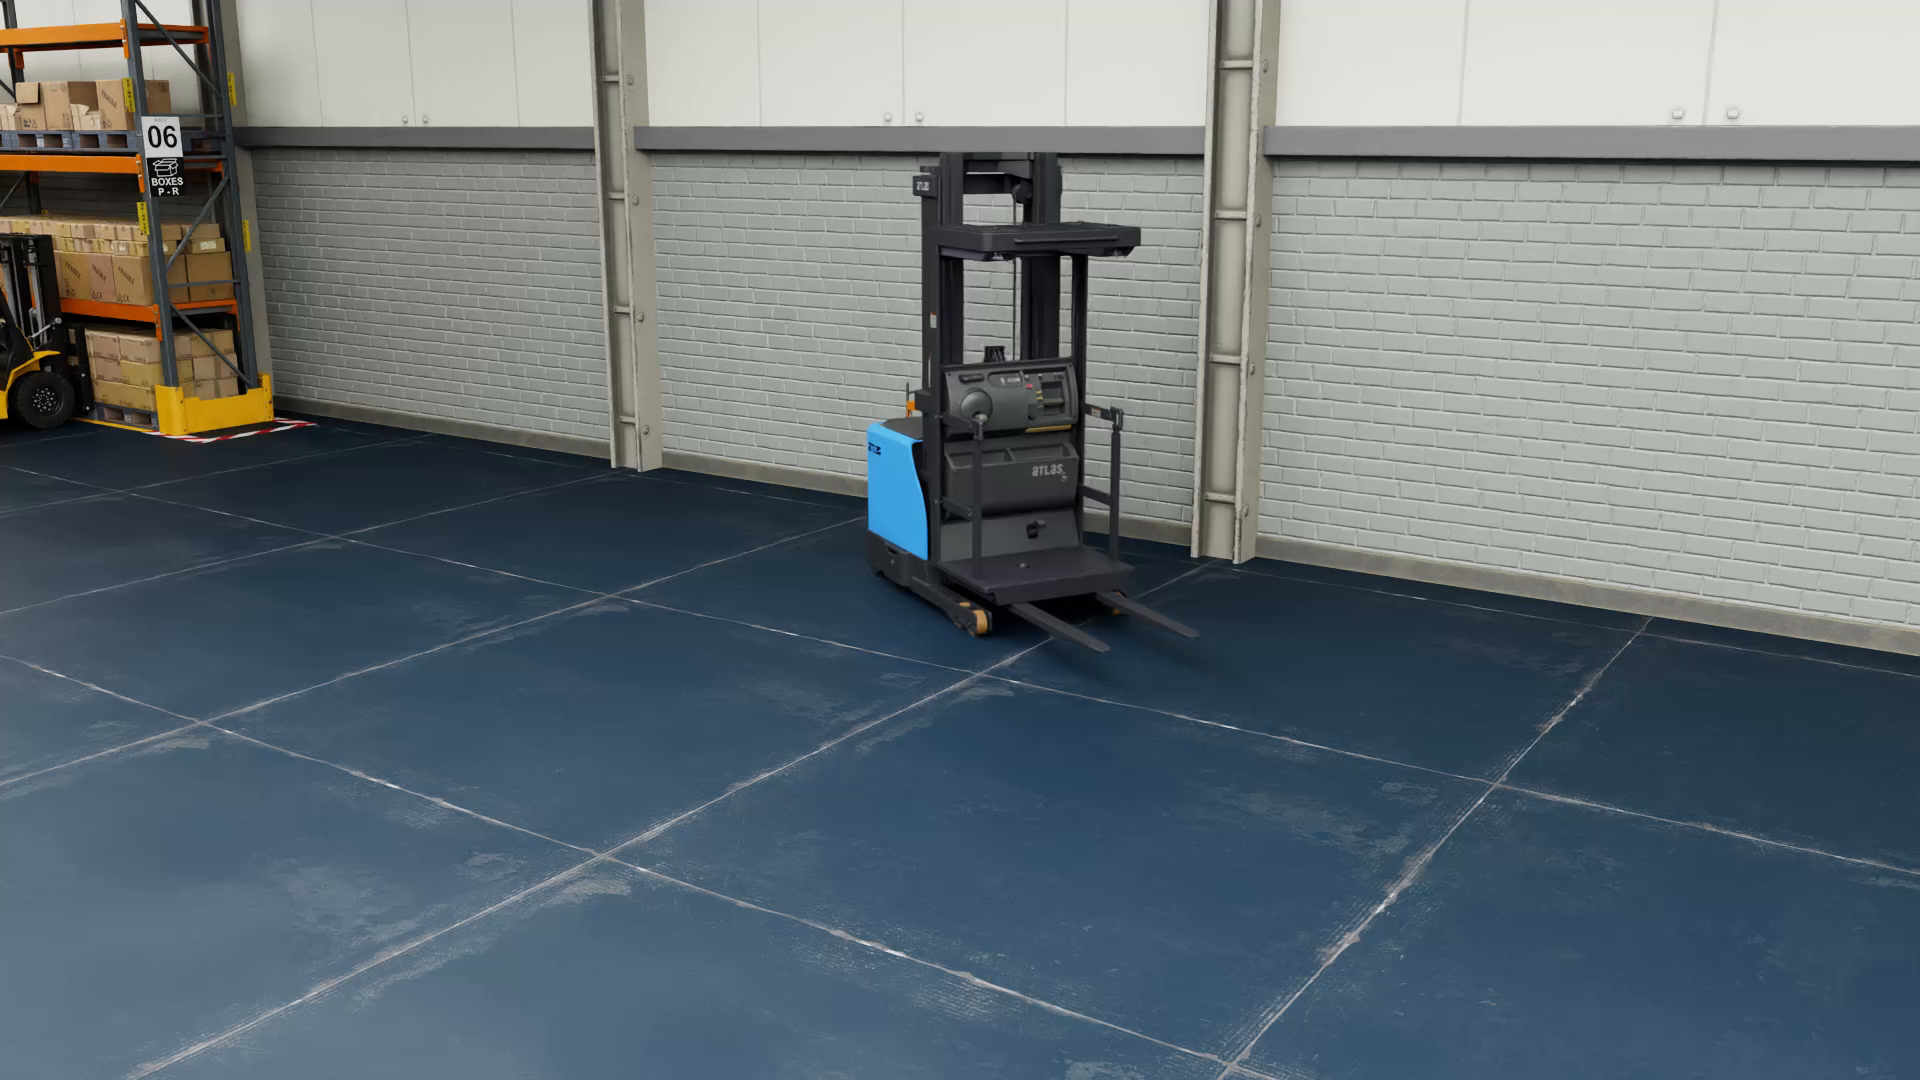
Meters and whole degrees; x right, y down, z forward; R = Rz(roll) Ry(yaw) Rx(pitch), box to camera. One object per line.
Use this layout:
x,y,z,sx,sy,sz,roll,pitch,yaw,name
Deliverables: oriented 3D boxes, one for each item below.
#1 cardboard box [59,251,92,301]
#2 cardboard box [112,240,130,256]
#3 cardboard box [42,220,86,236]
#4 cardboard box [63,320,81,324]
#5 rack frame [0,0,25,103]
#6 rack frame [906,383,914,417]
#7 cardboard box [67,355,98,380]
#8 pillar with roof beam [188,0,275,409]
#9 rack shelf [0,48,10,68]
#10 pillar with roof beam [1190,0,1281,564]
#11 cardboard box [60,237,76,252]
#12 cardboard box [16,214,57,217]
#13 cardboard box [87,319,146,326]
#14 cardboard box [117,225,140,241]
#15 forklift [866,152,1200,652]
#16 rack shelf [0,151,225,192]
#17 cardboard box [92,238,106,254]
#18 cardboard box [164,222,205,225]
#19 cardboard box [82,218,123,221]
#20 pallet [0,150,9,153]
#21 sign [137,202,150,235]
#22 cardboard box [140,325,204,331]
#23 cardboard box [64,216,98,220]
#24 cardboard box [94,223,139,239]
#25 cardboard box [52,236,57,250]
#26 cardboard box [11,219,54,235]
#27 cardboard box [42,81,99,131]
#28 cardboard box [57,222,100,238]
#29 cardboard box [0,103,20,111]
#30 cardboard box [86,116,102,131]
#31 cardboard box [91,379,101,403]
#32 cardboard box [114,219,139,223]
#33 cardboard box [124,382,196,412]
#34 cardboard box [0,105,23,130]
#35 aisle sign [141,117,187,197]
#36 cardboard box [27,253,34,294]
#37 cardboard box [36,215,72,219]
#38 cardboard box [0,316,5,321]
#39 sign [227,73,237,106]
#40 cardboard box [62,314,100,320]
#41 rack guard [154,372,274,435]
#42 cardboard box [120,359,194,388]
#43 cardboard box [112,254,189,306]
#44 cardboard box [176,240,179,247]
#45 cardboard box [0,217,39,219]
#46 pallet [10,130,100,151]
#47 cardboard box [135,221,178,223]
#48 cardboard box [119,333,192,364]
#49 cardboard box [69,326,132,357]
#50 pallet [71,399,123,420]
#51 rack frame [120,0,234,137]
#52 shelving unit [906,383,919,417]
-9.332,-2.876,17.991,0.500,0.500,0.500,9,16,32,cardboard box
-8.599,-3.056,17.369,0.250,0.149,0.380,9,17,34,cardboard box
-9.817,-3.429,18.257,0.250,0.149,0.380,9,17,33,cardboard box
-10.181,-2.302,18.649,0.500,0.250,0.500,10,17,35,cardboard box
-11.245,-6.122,18.829,0.127,3.000,1.000,9,17,33,rack frame
-0.340,-0.637,12.901,0.015,1.200,0.240,9,17,33,rack frame
-9.355,-1.923,18.157,0.500,0.250,0.500,9,16,32,cardboard box
-10.404,-5.001,14.297,0.400,9.000,9.100,9,17,33,pillar with roof beam
-12.905,-5.847,20.047,4.000,0.370,1.077,9,17,33,rack shelf
-0.446,-3.391,7.796,0.400,9.000,9.100,9,17,33,pillar with roof beam
-9.449,-3.195,17.930,0.250,0.149,0.380,9,17,33,cardboard box
-10.812,-3.736,19.494,0.250,0.149,0.380,9,17,33,cardboard box
-9.467,-2.336,18.786,0.500,0.250,0.500,9,16,32,cardboard box
-8.563,-3.215,17.390,0.250,0.149,0.380,9,17,33,cardboard box
0.432,-0.942,10.527,1.130,2.935,3.031,-7,15,-25,forklift
-9.586,-4.049,18.192,4.000,0.370,1.077,9,17,33,rack shelf
-8.980,-3.139,17.702,0.250,0.149,0.380,9,17,32,cardboard box
-8.272,-3.317,17.805,0.250,0.149,0.380,10,17,35,cardboard box
-9.575,-3.517,18.612,0.250,0.149,0.380,10,17,34,cardboard box
-11.985,-4.689,19.679,1.217,0.209,0.805,8,16,31,pallet
-8.241,-3.245,16.785,0.005,0.325,0.100,9,17,33,sign
-8.636,-2.197,18.223,0.500,0.250,0.500,9,17,33,cardboard box
-9.953,-3.601,18.950,0.250,0.149,0.380,9,16,32,cardboard box
-8.961,-3.293,17.704,0.250,0.149,0.380,9,17,33,cardboard box
-9.856,-3.267,18.221,0.250,0.149,0.380,9,16,32,cardboard box
-10.276,-3.482,18.471,0.250,0.149,0.380,9,16,32,cardboard box
-9.224,-4.599,17.626,0.500,0.500,0.700,9,17,33,cardboard box
-9.456,-3.339,17.892,0.250,0.149,0.380,10,17,34,cardboard box
-10.691,-4.715,18.490,0.500,0.311,0.500,10,17,34,cardboard box
-8.783,-4.311,17.194,0.250,0.149,0.380,9,16,31,cardboard box
-9.310,-1.681,18.218,0.500,0.250,0.500,9,17,33,cardboard box
-9.104,-3.465,18.402,0.250,0.149,0.380,9,16,31,cardboard box
-8.493,-1.543,17.662,0.500,0.250,0.500,9,17,33,cardboard box
-10.183,-4.594,18.094,0.258,0.266,0.396,9,16,31,cardboard box
-8.036,-3.868,16.798,0.004,0.787,0.394,9,17,33,aisle sign
-10.161,-3.013,18.544,0.500,0.500,0.500,9,17,32,cardboard box
-10.400,-3.661,19.192,0.250,0.149,0.380,9,17,32,cardboard box
-11.019,-2.437,19.194,0.500,0.250,0.500,9,16,32,cardboard box
-7.612,-4.703,17.351,0.005,0.325,0.100,9,17,33,sign
-10.300,-2.472,19.336,0.500,0.250,0.500,9,16,32,cardboard box
-7.906,-1.457,17.670,0.348,0.500,1.175,9,17,33,rack guard
-8.505,-1.789,17.614,0.500,0.250,0.500,9,16,32,cardboard box
-8.481,-2.736,17.426,0.500,0.500,0.500,9,16,32,cardboard box
-8.303,-3.155,17.768,0.250,0.149,0.380,9,17,33,cardboard box
-10.663,-3.567,18.812,0.250,0.149,0.380,9,16,32,cardboard box
-9.515,-4.350,18.097,1.213,0.211,1.003,9,17,33,pallet
-8.708,-3.380,18.057,0.250,0.149,0.380,9,17,33,cardboard box
-8.483,-2.028,17.541,0.500,0.250,0.500,10,17,35,cardboard box
-9.334,-2.161,18.078,0.500,0.250,0.500,9,17,34,cardboard box
-9.592,-1.578,18.760,1.213,0.211,1.003,9,17,33,pallet
-7.926,-5.586,16.662,0.127,3.000,1.000,9,17,33,rack frame
-0.137,-0.605,12.769,0.503,1.200,0.258,9,17,33,shelving unit
